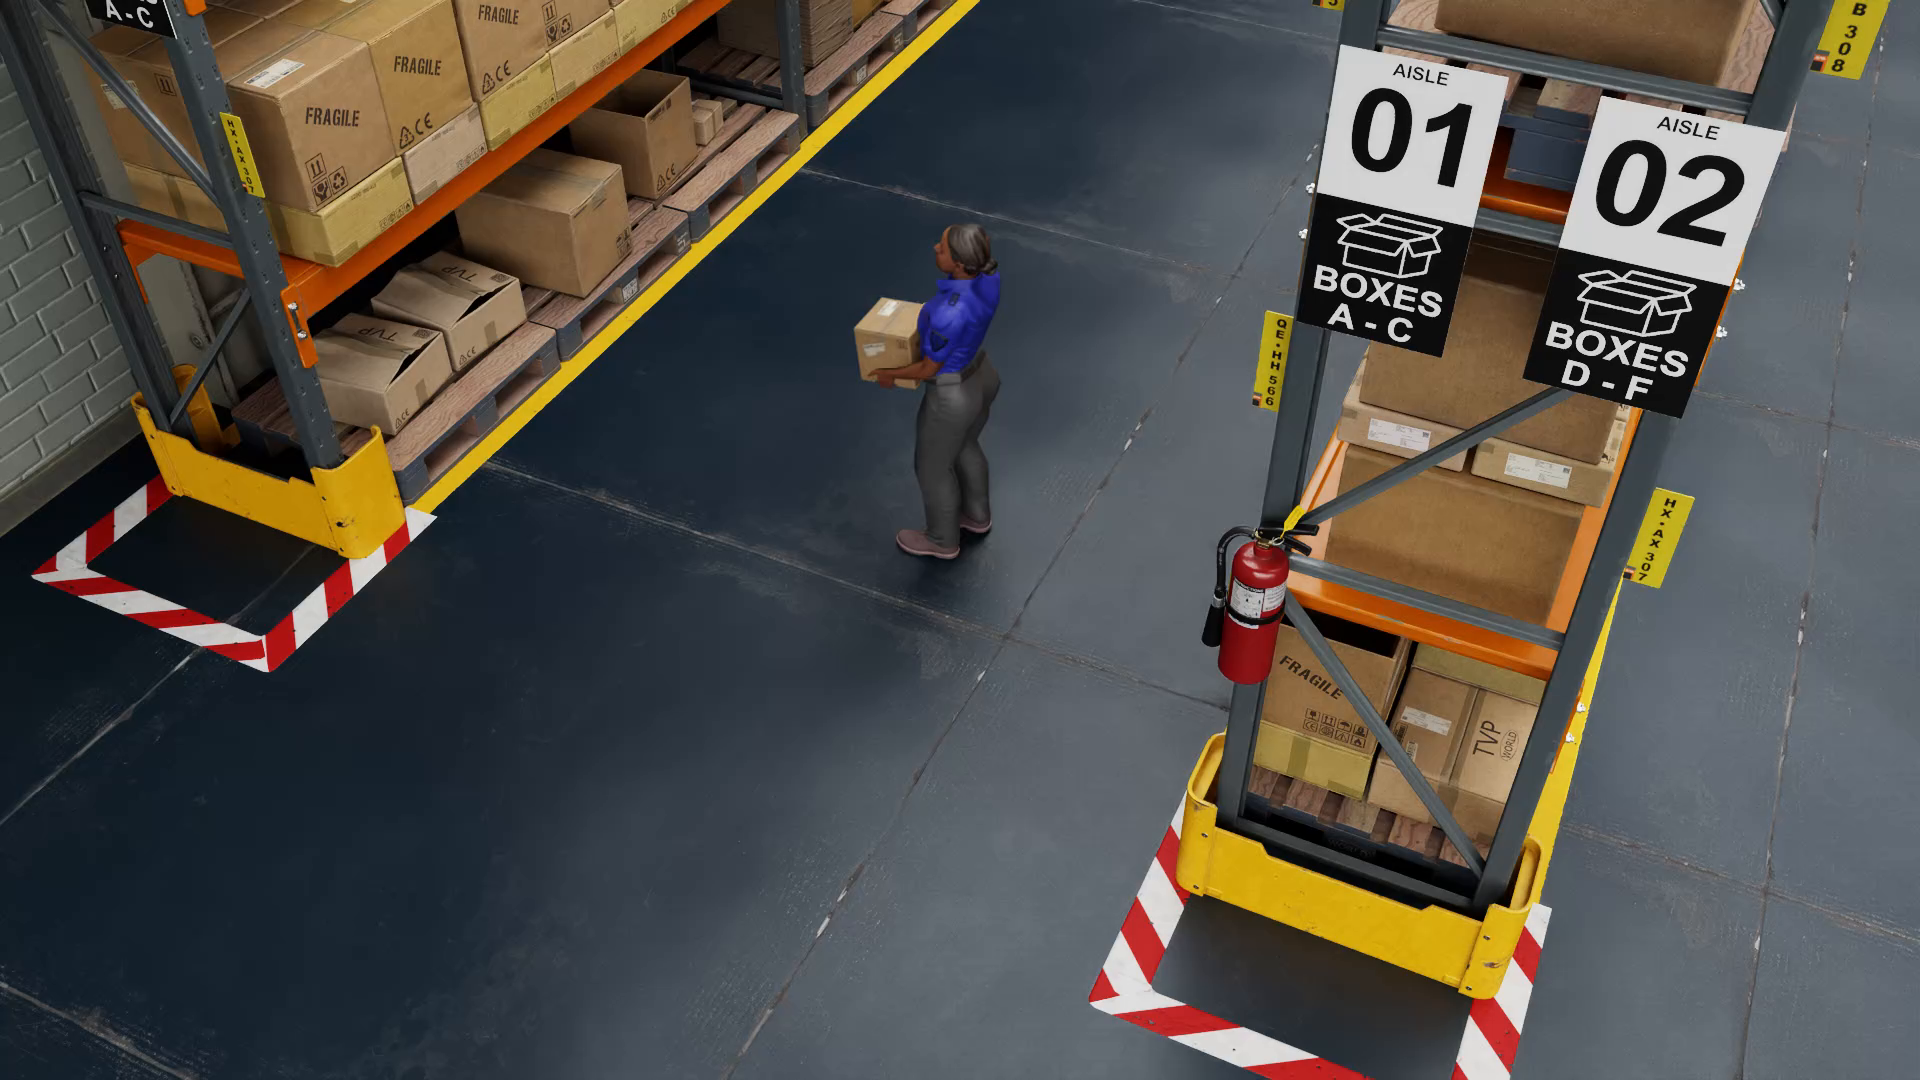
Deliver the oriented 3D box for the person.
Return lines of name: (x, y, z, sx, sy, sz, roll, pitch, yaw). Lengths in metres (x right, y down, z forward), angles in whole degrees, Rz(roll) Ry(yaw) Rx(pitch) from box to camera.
person: (-0.091, -0.625, 6.856, 0.512, 1.649, 0.452, 17, 45, 18)
